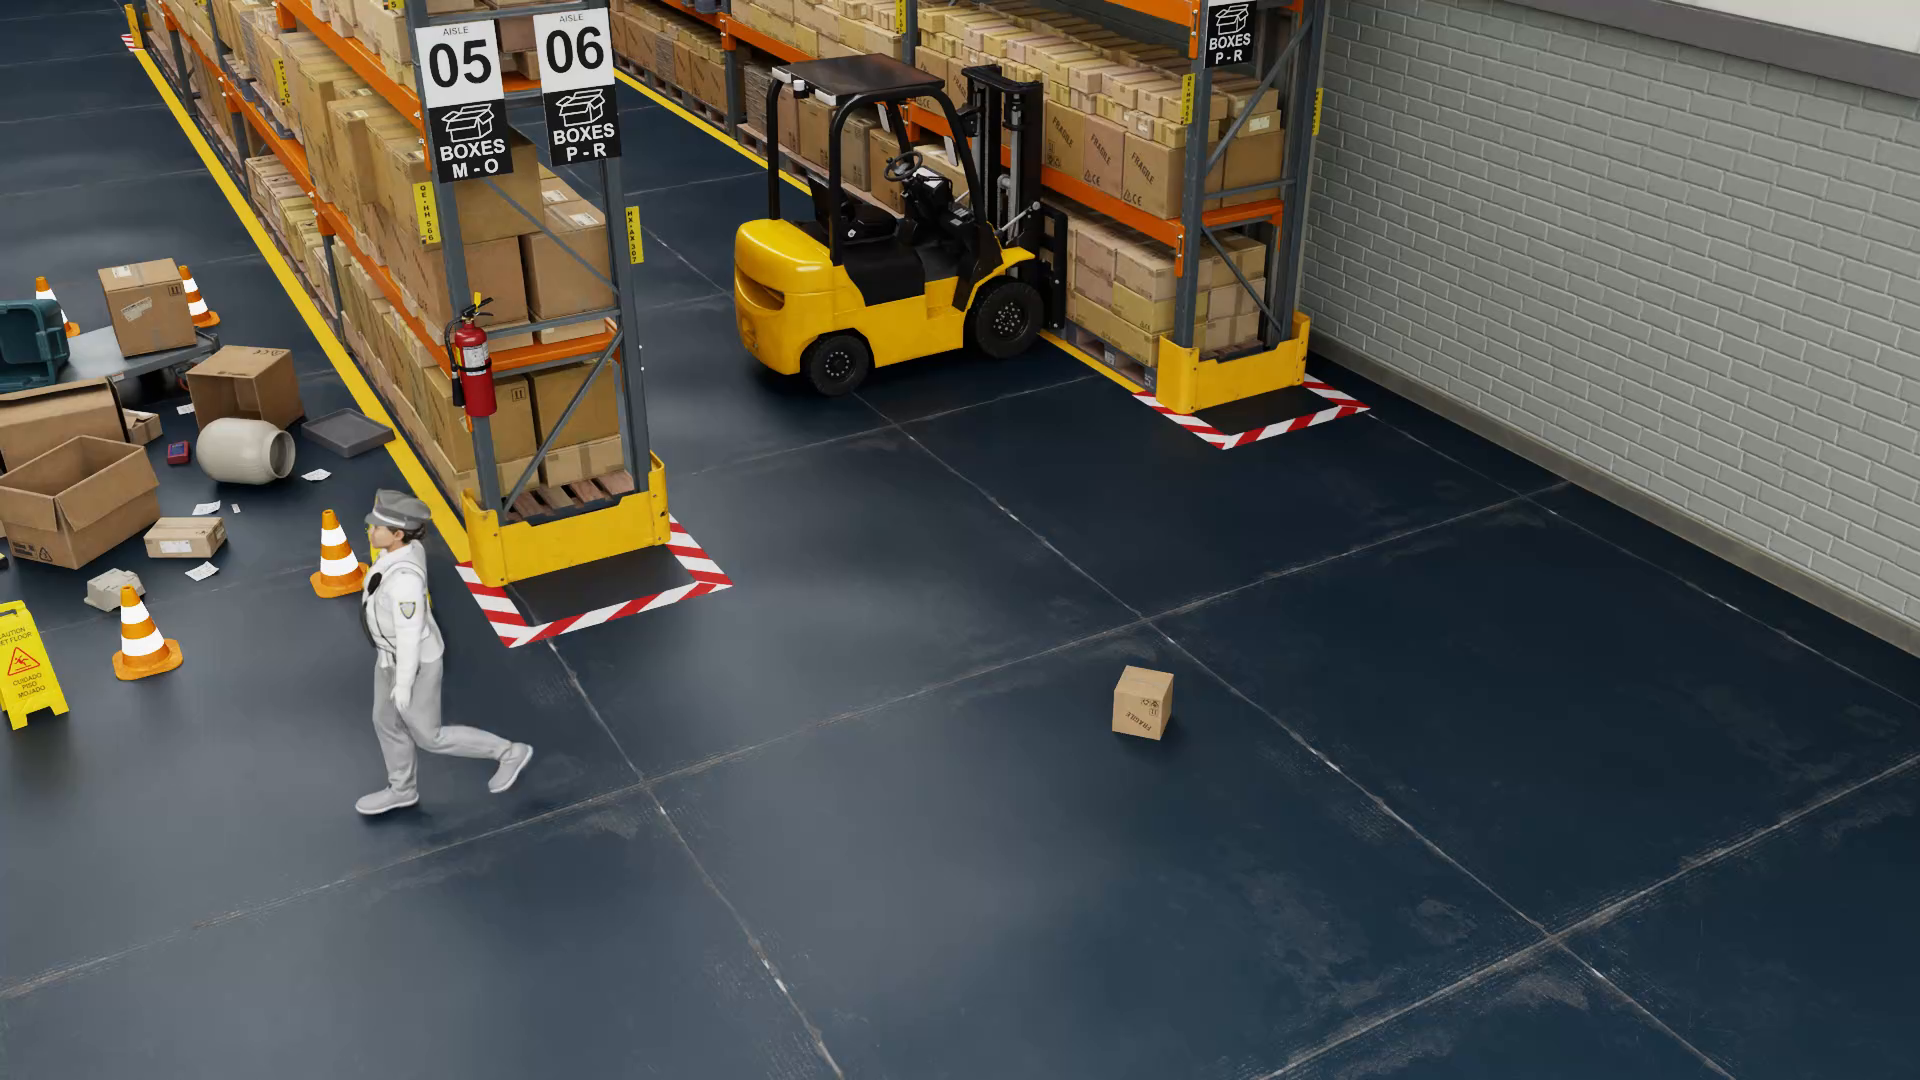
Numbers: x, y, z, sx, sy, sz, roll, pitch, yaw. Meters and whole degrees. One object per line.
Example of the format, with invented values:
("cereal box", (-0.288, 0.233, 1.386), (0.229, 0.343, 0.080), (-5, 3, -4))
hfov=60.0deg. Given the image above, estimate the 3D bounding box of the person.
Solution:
("person", (-2.451, 0.522, 7.569), (0.837, 1.659, 0.488), (-10, 31, -18))
